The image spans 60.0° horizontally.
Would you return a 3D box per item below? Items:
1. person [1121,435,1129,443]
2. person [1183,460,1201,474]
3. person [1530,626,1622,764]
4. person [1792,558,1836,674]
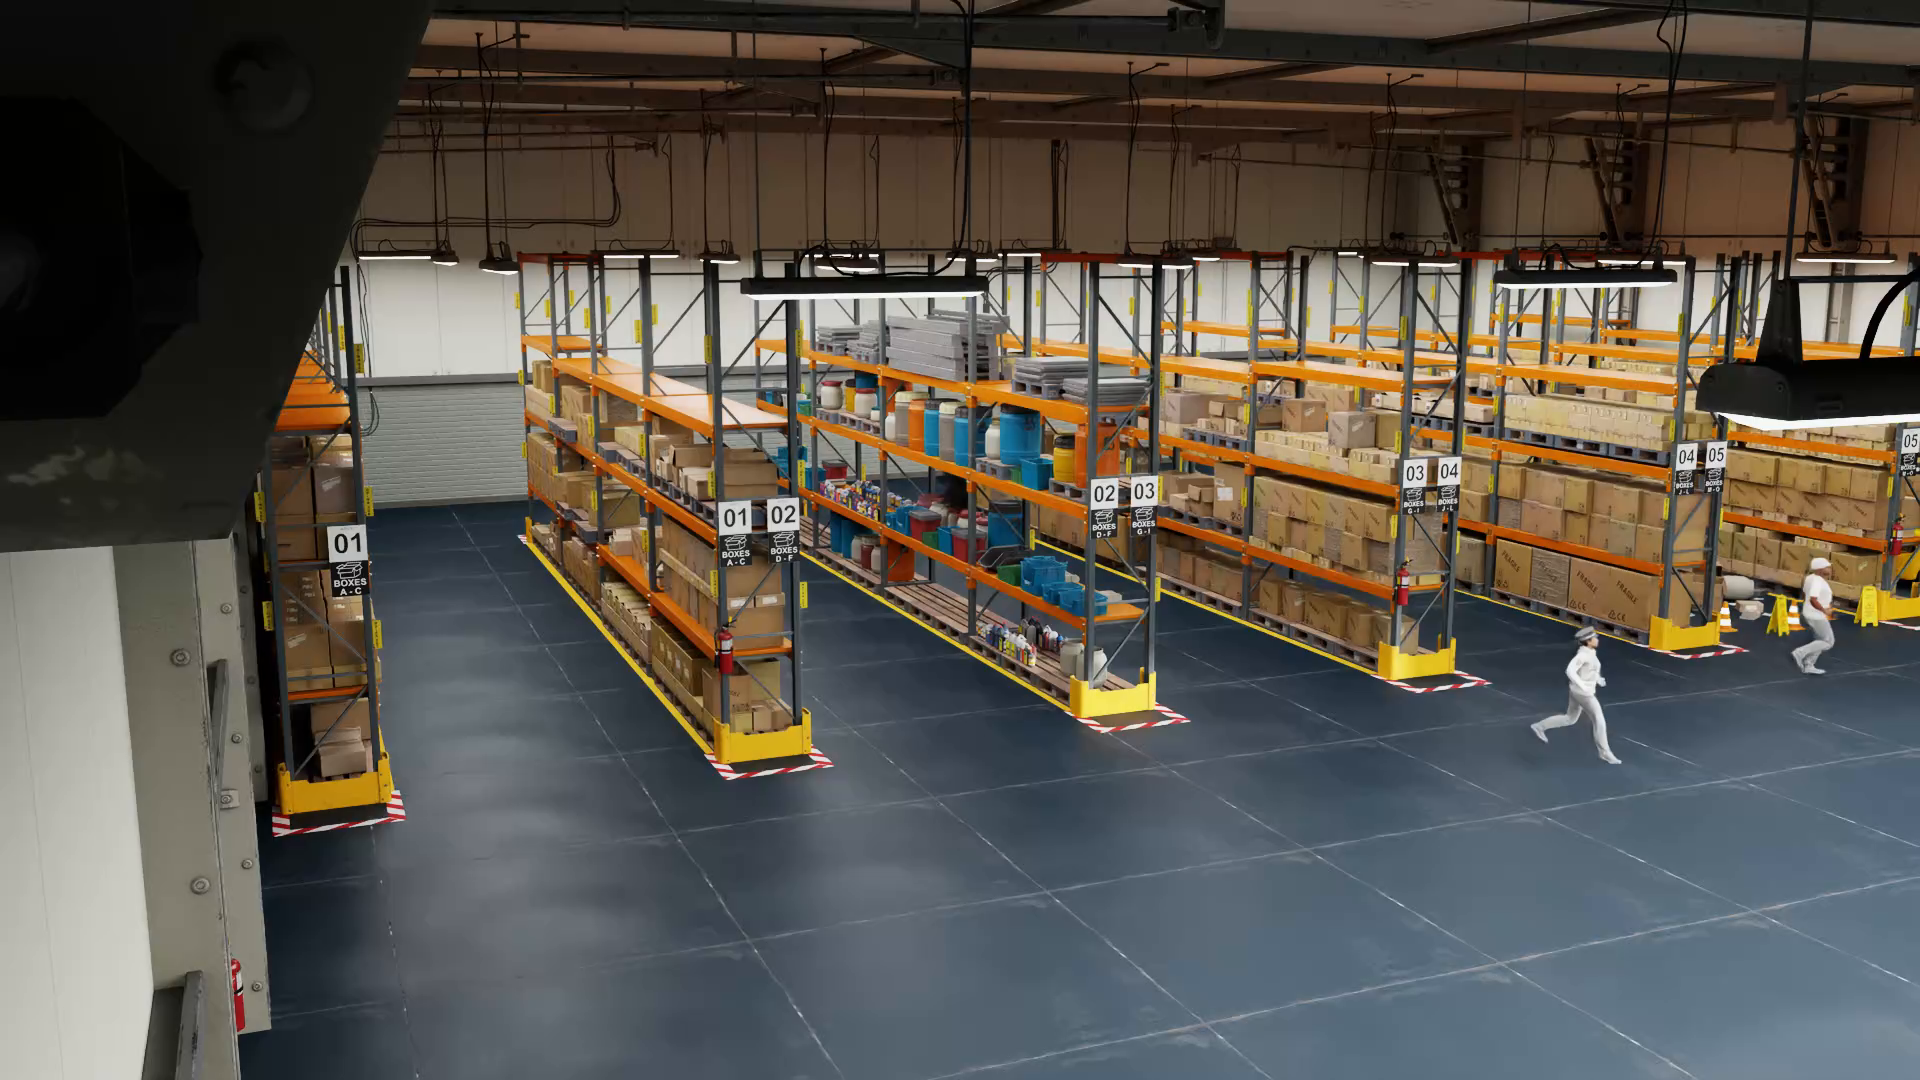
[{"bbox_3d":[3.803,-1.588,39.202,0.736,1.641,0.711,-1,10,-7],"label":"person"},{"bbox_3d":[5.802,-2.148,42.039,0.955,1.666,0.567,-8,13,-36],"label":"person"},{"bbox_3d":[7.539,1.872,20.249,1.075,1.713,0.586,2,11,11],"label":"person"},{"bbox_3d":[12.455,1.103,24.221,0.576,1.721,0.682,3,11,14],"label":"person"}]
